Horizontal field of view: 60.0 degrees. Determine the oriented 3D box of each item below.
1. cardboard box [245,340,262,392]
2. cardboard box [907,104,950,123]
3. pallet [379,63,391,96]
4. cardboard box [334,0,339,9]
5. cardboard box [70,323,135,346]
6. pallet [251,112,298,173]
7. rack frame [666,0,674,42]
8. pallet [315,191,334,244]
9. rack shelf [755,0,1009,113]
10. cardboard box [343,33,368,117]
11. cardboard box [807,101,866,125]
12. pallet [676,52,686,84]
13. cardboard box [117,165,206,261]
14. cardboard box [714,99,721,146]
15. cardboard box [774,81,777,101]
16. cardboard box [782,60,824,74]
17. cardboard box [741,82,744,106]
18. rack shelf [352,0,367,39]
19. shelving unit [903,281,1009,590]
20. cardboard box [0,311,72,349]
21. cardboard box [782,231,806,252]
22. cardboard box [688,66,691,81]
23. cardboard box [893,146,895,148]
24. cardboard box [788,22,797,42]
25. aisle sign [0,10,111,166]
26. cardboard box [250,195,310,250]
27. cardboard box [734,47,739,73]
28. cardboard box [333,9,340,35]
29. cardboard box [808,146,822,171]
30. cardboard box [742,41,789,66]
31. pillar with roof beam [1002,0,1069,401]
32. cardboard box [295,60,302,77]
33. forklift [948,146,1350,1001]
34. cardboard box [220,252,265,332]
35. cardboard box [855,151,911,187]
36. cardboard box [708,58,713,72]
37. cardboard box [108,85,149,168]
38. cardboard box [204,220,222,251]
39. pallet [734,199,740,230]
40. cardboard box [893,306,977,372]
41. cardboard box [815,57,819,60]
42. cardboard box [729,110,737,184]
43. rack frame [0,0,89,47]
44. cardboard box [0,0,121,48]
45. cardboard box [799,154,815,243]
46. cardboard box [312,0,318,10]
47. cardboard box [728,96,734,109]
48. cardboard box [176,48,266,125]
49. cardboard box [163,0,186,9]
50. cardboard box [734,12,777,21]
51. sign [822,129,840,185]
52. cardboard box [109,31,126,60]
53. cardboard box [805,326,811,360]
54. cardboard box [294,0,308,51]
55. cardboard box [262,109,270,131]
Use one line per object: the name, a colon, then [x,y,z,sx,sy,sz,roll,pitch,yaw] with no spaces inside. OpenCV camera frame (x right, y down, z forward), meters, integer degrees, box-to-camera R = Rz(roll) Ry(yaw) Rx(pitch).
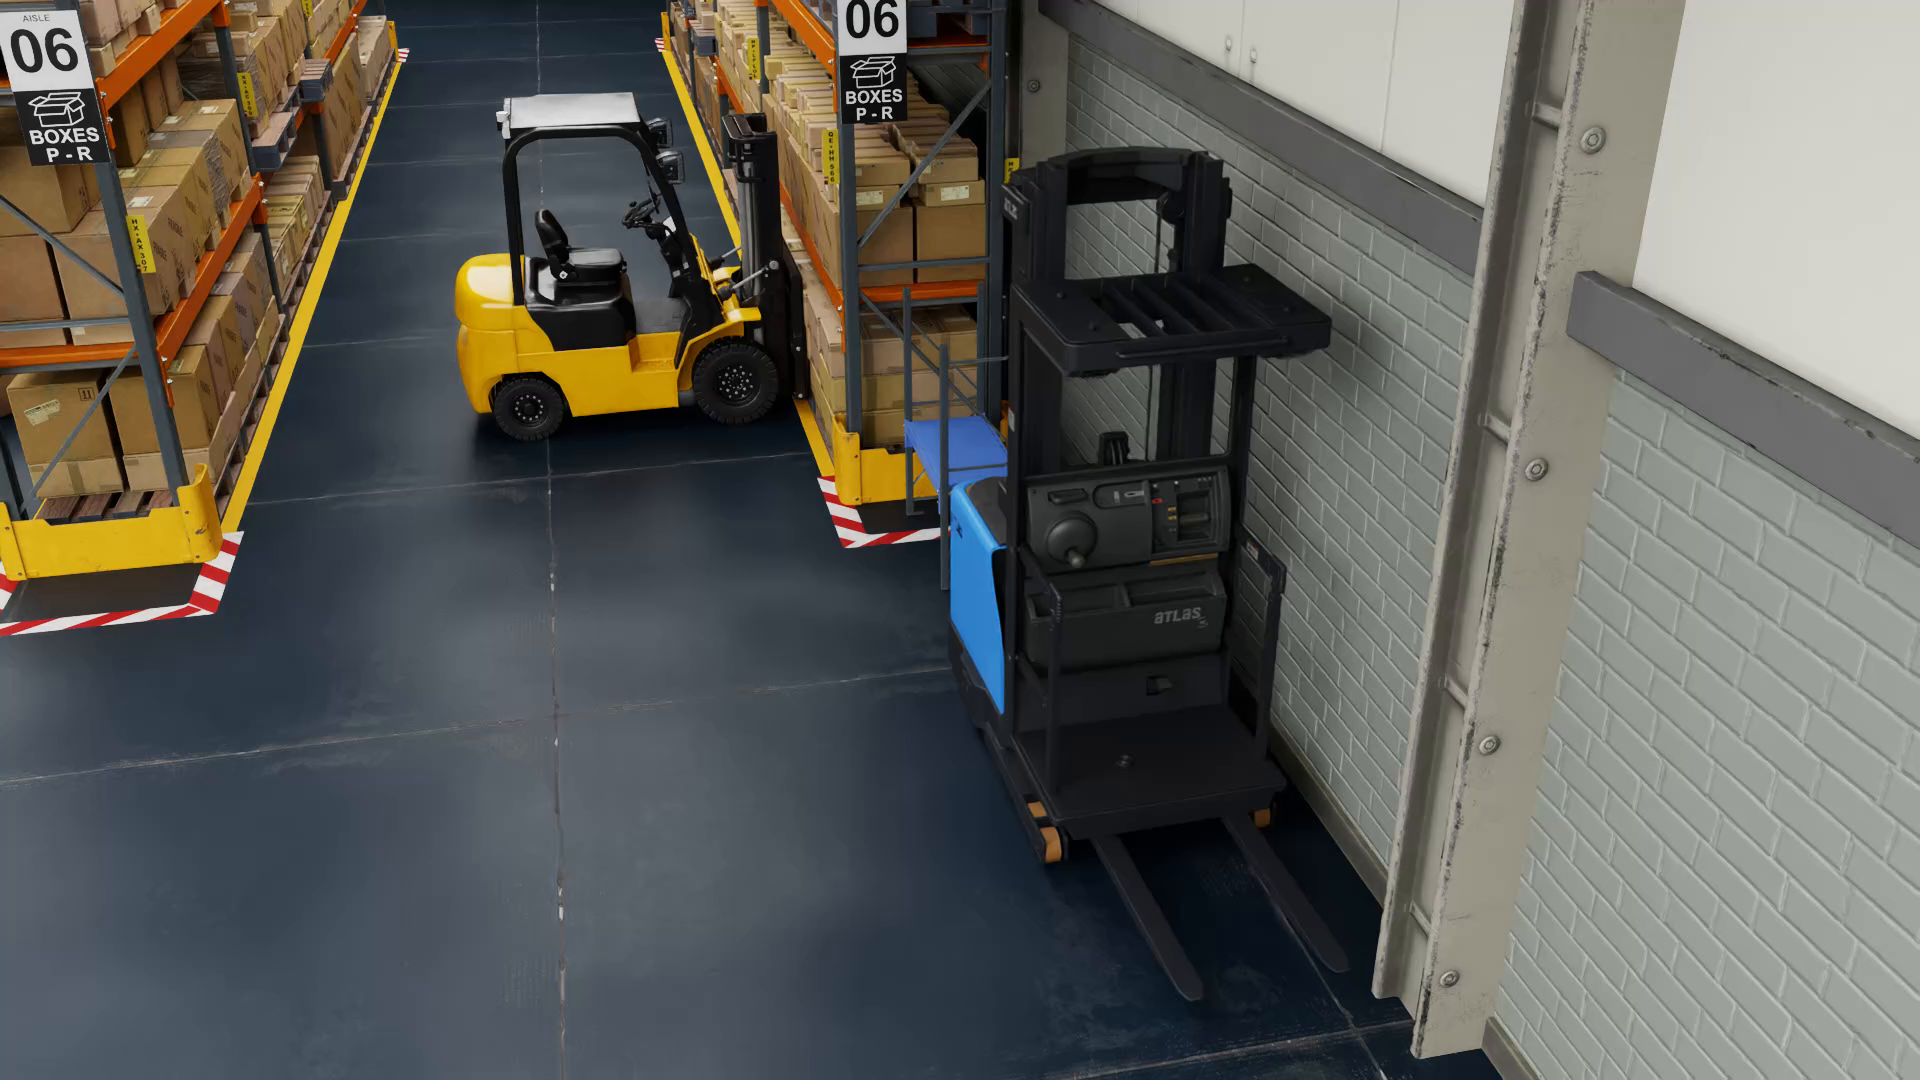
cardboard box: [-5.332,-1.223,11.929,0.500,0.250,0.500,-6,27,-11]
cardboard box: [-0.286,-2.918,11.542,0.380,0.149,0.250,-7,28,-13]
pallet: [-8.144,-6.097,22.095,1.003,0.211,1.213,-6,27,-12]
cardboard box: [-7.191,-6.005,18.430,0.500,0.250,0.500,-5,27,-10]
cardboard box: [-4.941,-1.253,9.683,0.380,0.149,0.250,-6,27,-11]
pallet: [-5.998,-3.216,13.505,1.003,0.211,1.213,-6,27,-12]
rack frame: [-3.836,-8.725,24.207,1.000,3.000,0.127,-6,27,-12]
pallet: [-6.694,-3.119,16.196,1.003,0.211,1.213,-6,27,-12]
rack shelf: [-0.681,-3.597,11.517,1.077,0.370,4.000,-6,27,-12]
cardboard box: [-7.552,-5.438,19.587,0.875,0.875,0.875,-5,27,-10]
cardboard box: [-0.868,-2.977,11.657,0.380,0.149,0.250,-6,27,-11]
pallet: [-3.367,-6.562,23.017,1.003,0.211,1.213,-6,27,-12]
cardboard box: [-5.138,-2.059,10.560,0.500,0.500,0.500,-6,27,-13]
cardboard box: [-2.441,-4.669,18.480,0.500,0.500,0.500,-6,27,-12]
cardboard box: [-1.257,-3.511,13.046,0.380,0.149,0.250,-5,27,-10]
cardboard box: [-1.185,-3.650,12.992,0.380,0.149,0.250,-6,27,-11]
cardboard box: [-1.701,-4.026,15.064,0.500,0.250,0.500,-6,27,-11]
rack shelf: [-8.221,-7.020,21.628,1.077,0.370,4.000,-6,27,-12]
shelving unit: [0.019,-0.632,9.838,0.538,1.500,1.048,-6,27,-12]
cardboard box: [-5.358,-1.226,9.628,0.380,0.149,0.250,-5,27,-10]
cardboard box: [-1.100,-2.176,12.709,0.500,0.250,0.500,-5,27,-10]
cardboard box: [-3.347,-6.098,21.701,0.380,0.149,0.250,-7,28,-13]
cardboard box: [-0.275,-2.782,11.602,0.380,0.149,0.250,-5,27,-10]
cardboard box: [-1.398,-4.753,15.507,0.380,0.149,0.250,-5,27,-10]
aisle sign: [-4.750,-2.360,8.712,0.394,0.787,0.004,-6,27,-12]
cardboard box: [-6.411,-2.816,14.950,0.950,0.372,0.625,-5,27,-10]
cardboard box: [-1.820,-4.476,15.401,0.500,0.250,0.500,-6,27,-11]
cardboard box: [-7.215,-5.778,18.535,0.500,0.250,0.500,-7,28,-13]
cardboard box: [-0.818,-2.611,11.262,0.380,0.149,0.250,-7,28,-13]
cardboard box: [-1.693,-4.245,14.500,0.380,0.149,0.250,-7,28,-13]
pillar with roof beam: [-3.704,-4.339,8.860,9.100,9.000,0.400,-6,27,-12]
cardboard box: [-6.285,-4.335,15.322,0.380,0.149,0.250,-7,28,-14]
forklift: [0.805,-0.063,7.122,1.130,2.935,3.031,-7,28,-13]
cardboard box: [-5.456,-1.790,12.222,0.500,0.500,0.500,-5,27,-11]
cardboard box: [-0.517,-2.304,10.324,0.380,0.149,0.250,-6,27,-11]
cardboard box: [-2.758,-5.579,19.562,0.380,0.149,0.250,-5,27,-10]
cardboard box: [-5.693,-2.691,10.701,0.700,0.500,0.500,-6,27,-12]
cardboard box: [-5.244,-2.059,11.279,0.380,0.149,0.250,-6,27,-11]
pallet: [-1.614,-3.068,16.095,1.003,0.211,1.213,-6,27,-12]
cardboard box: [-0.154,-1.337,11.047,0.500,0.250,0.500,-6,27,-12]
cardboard box: [-1.002,-3.967,13.950,0.380,0.149,0.250,-7,28,-13]
cardboard box: [-1.906,-4.065,17.144,0.875,0.625,0.625,-5,27,-10]
rack frame: [-5.066,-3.873,7.937,1.000,3.000,0.127,-6,27,-12]
cardboard box: [-4.919,-2.848,9.071,0.500,0.250,0.500,-6,27,-13]
cardboard box: [-0.821,-2.389,11.542,0.500,0.500,0.500,-6,27,-13]
cardboard box: [-6.863,-5.656,16.907,0.500,0.500,0.500,-6,27,-11]
cardboard box: [-2.392,-4.765,17.950,0.380,0.149,0.250,-7,28,-14]
cardboard box: [-5.793,-3.551,13.049,0.500,0.500,0.500,-5,27,-10]
cardboard box: [-5.381,-3.617,11.038,0.380,0.149,0.250,-5,27,-10]
cardboard box: [-1.947,-4.929,15.856,0.380,0.149,0.250,-6,27,-11]
sign: [-0.762,-2.275,9.880,0.100,0.325,0.005,-6,27,-12]
cardboard box: [-4.997,-2.827,9.471,0.380,0.149,0.250,-5,27,-10]
cardboard box: [-0.884,-1.512,11.947,0.500,0.250,0.500,-7,28,-13]
cardboard box: [-6.495,-4.901,15.724,0.500,0.500,0.500,-7,28,-13]
cardboard box: [-5.832,-3.412,13.493,0.380,0.149,0.250,-5,27,-11]
